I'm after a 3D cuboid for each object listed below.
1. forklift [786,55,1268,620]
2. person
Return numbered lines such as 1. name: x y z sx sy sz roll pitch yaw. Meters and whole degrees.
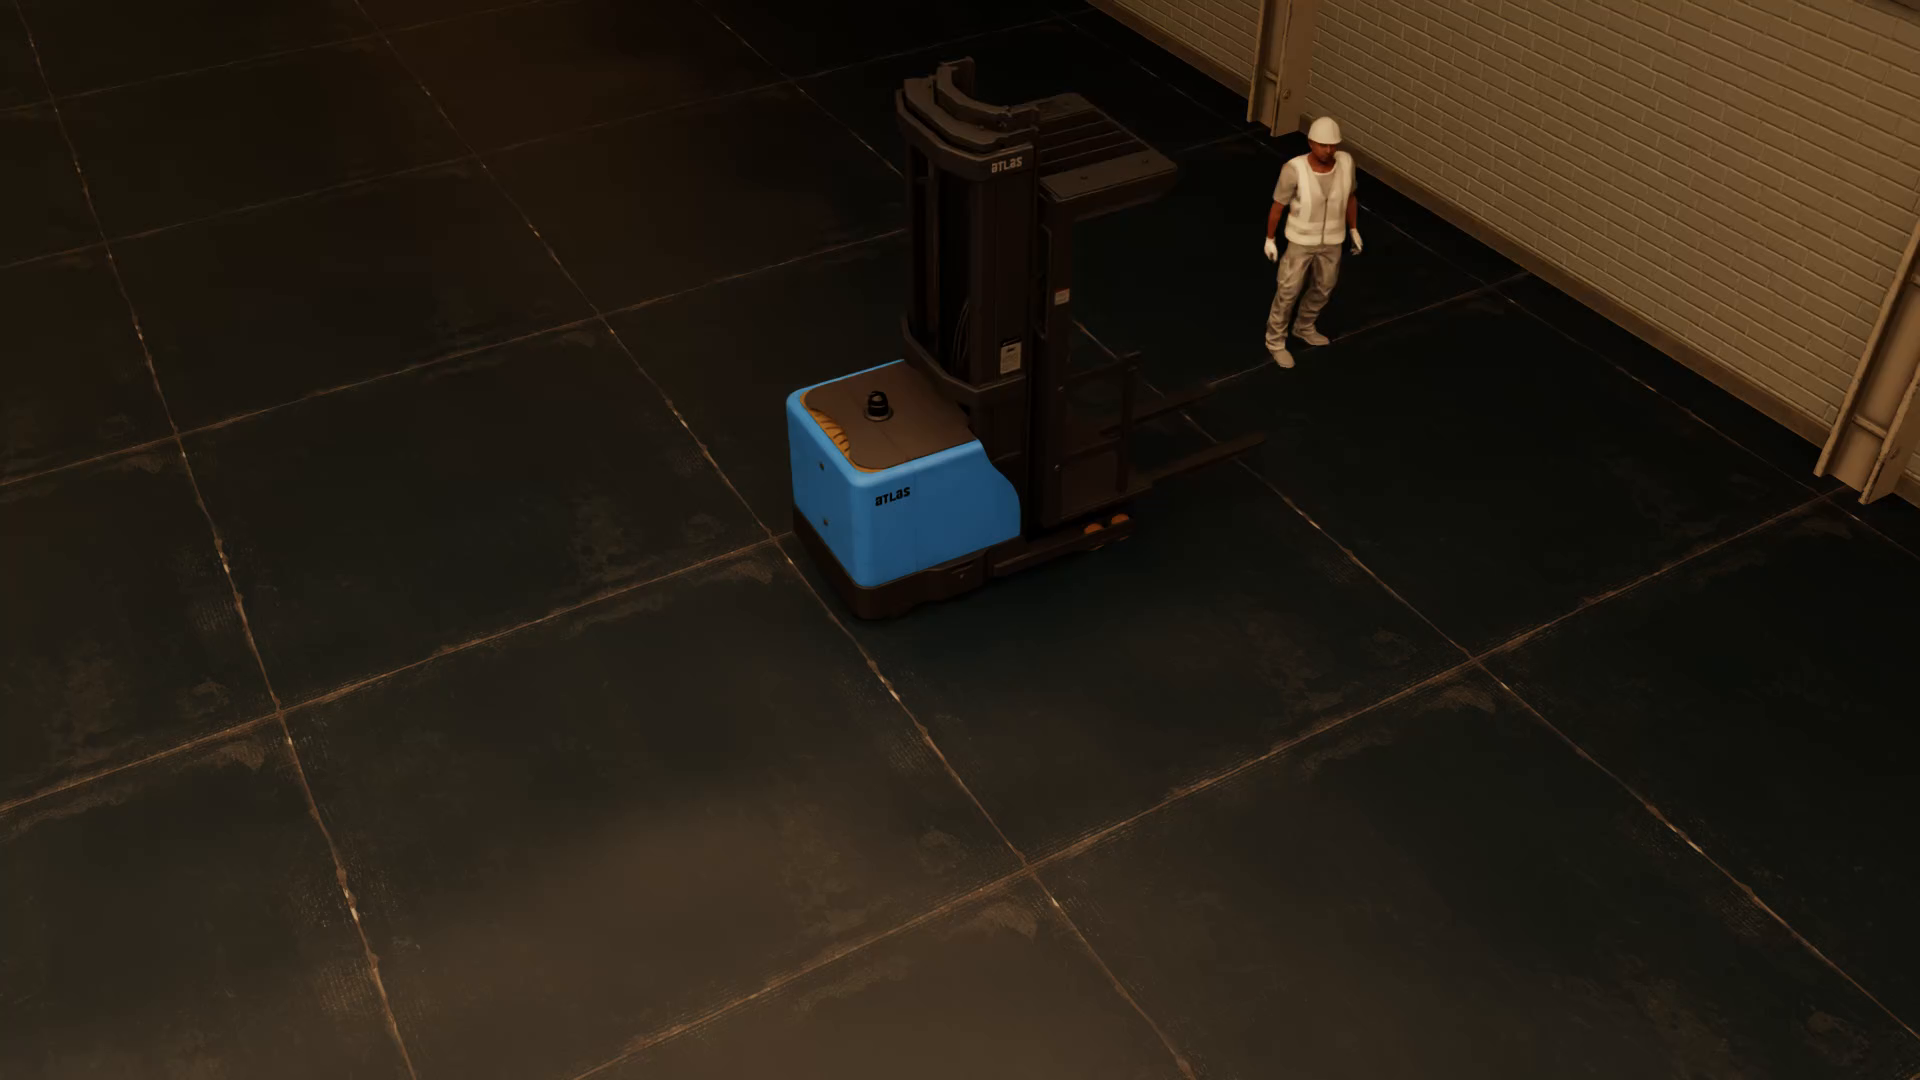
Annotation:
1. forklift: 0.511 -1.342 9.654 3.031 2.935 1.130 -19 43 -22
2. person: 2.458 -2.041 11.442 0.670 1.779 0.483 -7 40 -8
